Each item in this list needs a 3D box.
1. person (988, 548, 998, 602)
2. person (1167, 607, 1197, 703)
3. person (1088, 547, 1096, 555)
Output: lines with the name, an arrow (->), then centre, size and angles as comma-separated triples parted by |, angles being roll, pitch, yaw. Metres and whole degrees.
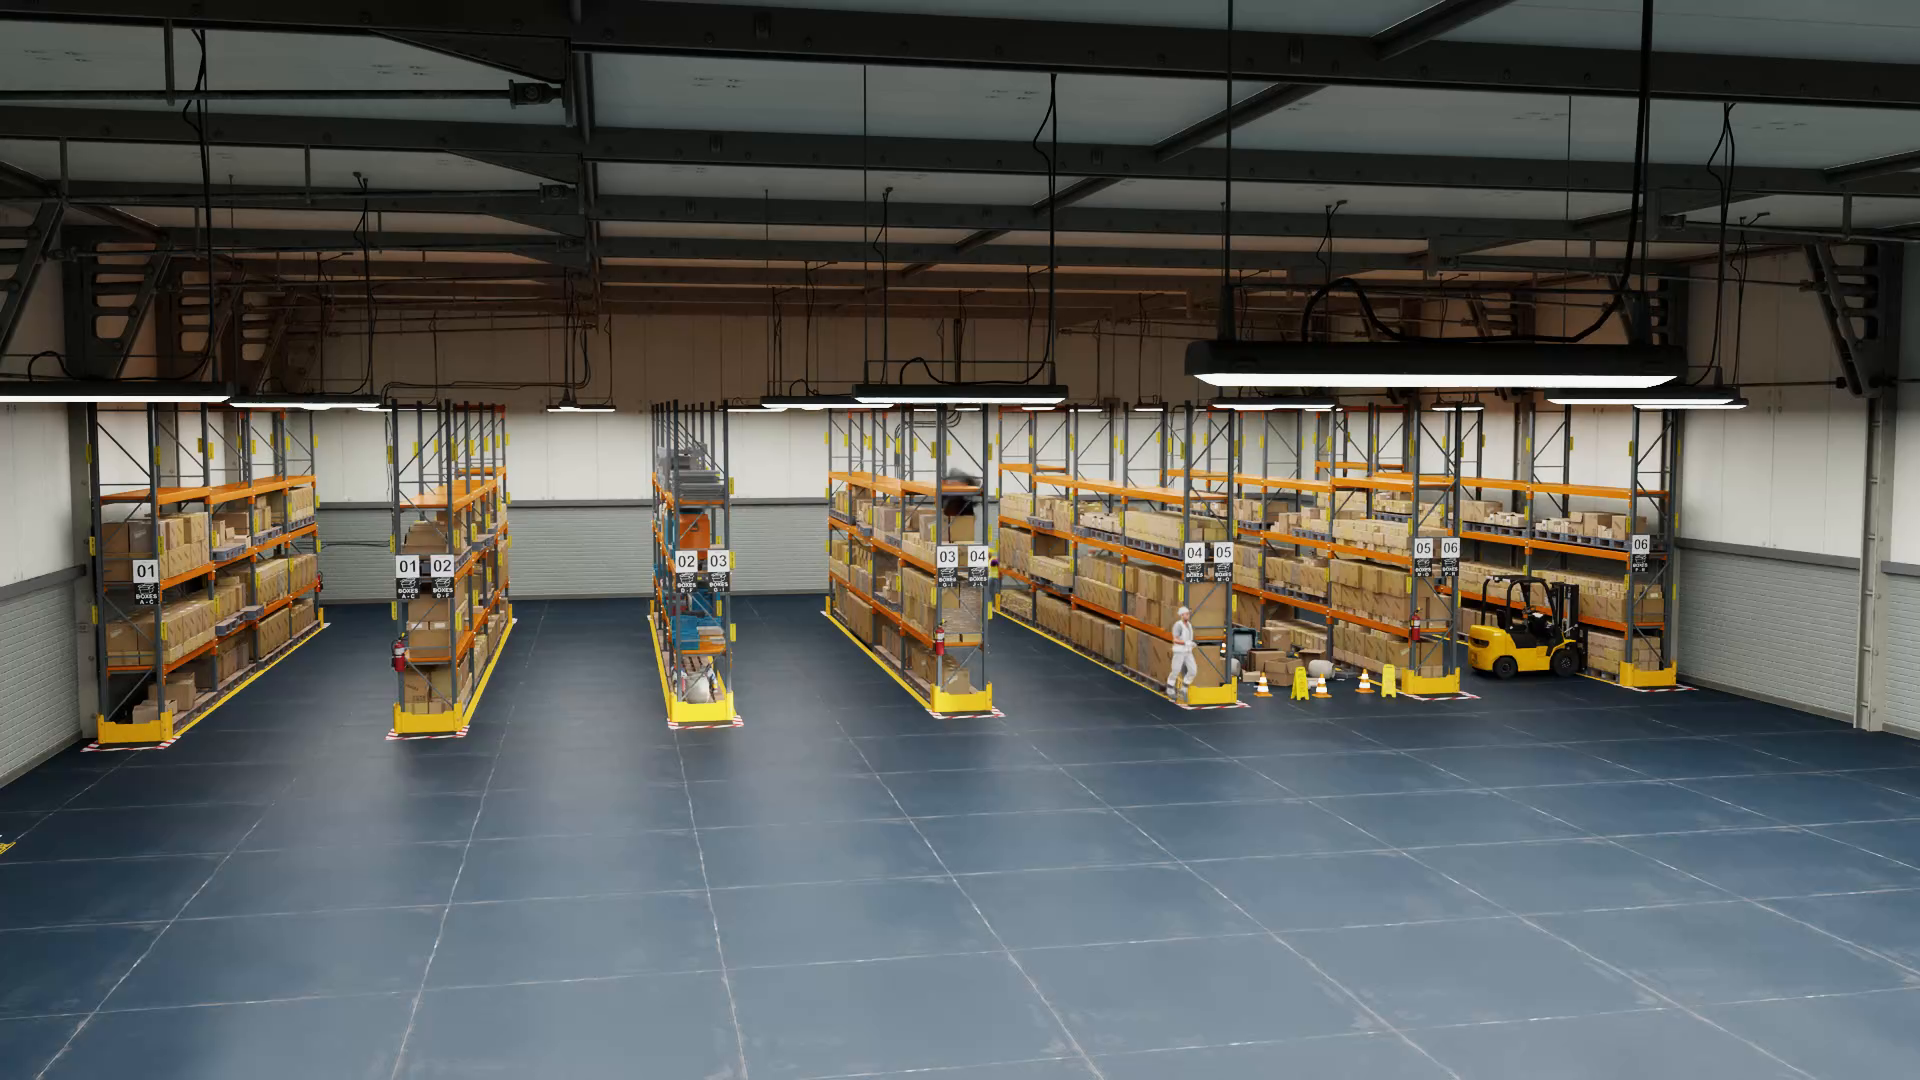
person -> 0.946, 1.131, 49.439 | 0.809, 1.780, 0.722 | -1, 5, -18
person -> 4.304, 2.200, 31.777 | 0.690, 1.855, 0.701 | -4, 6, -44
person -> 3.973, 1.062, 50.617 | 0.618, 1.683, 0.668 | 0, 4, 3
